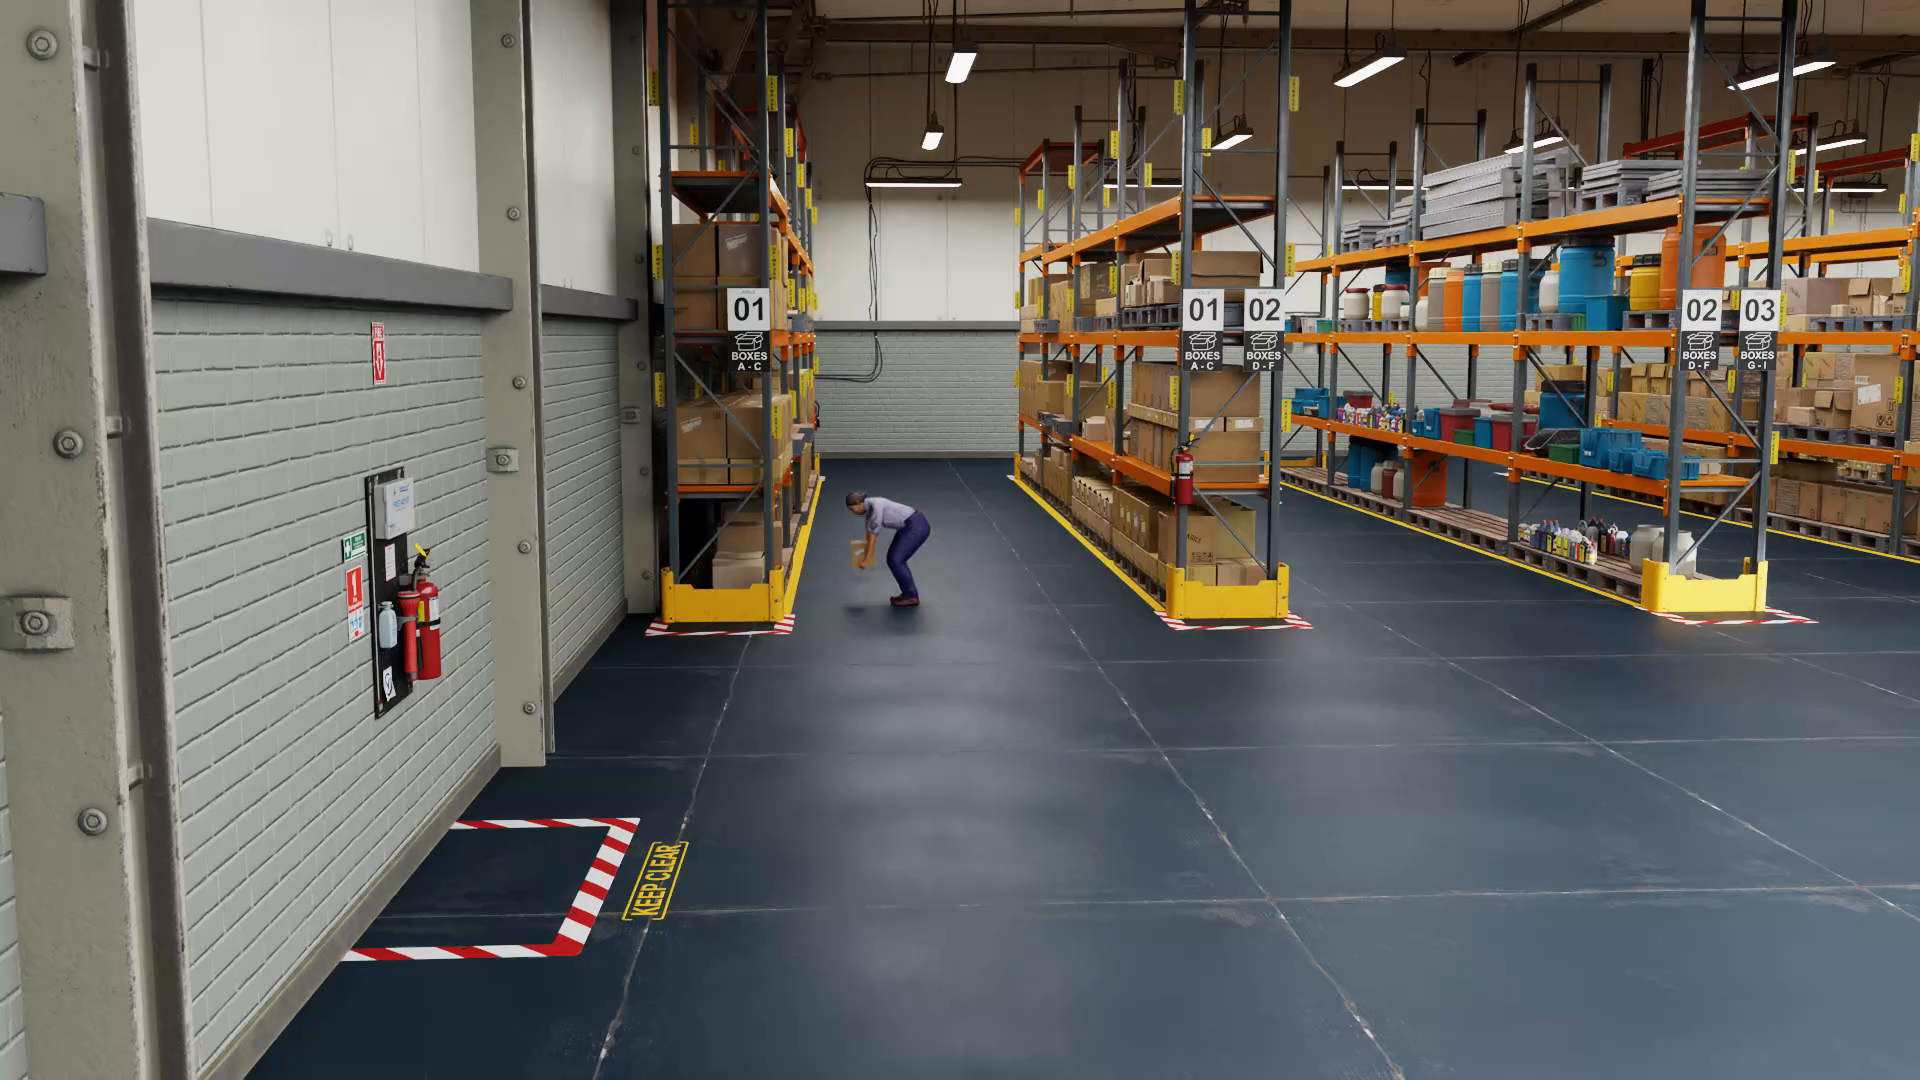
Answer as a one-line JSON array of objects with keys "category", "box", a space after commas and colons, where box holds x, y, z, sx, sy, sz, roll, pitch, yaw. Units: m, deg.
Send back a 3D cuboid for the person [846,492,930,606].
[{"category": "person", "box": [-0.743, 0.079, 17.159, 0.868, 1.169, 0.487, -1, 7, -6]}]
